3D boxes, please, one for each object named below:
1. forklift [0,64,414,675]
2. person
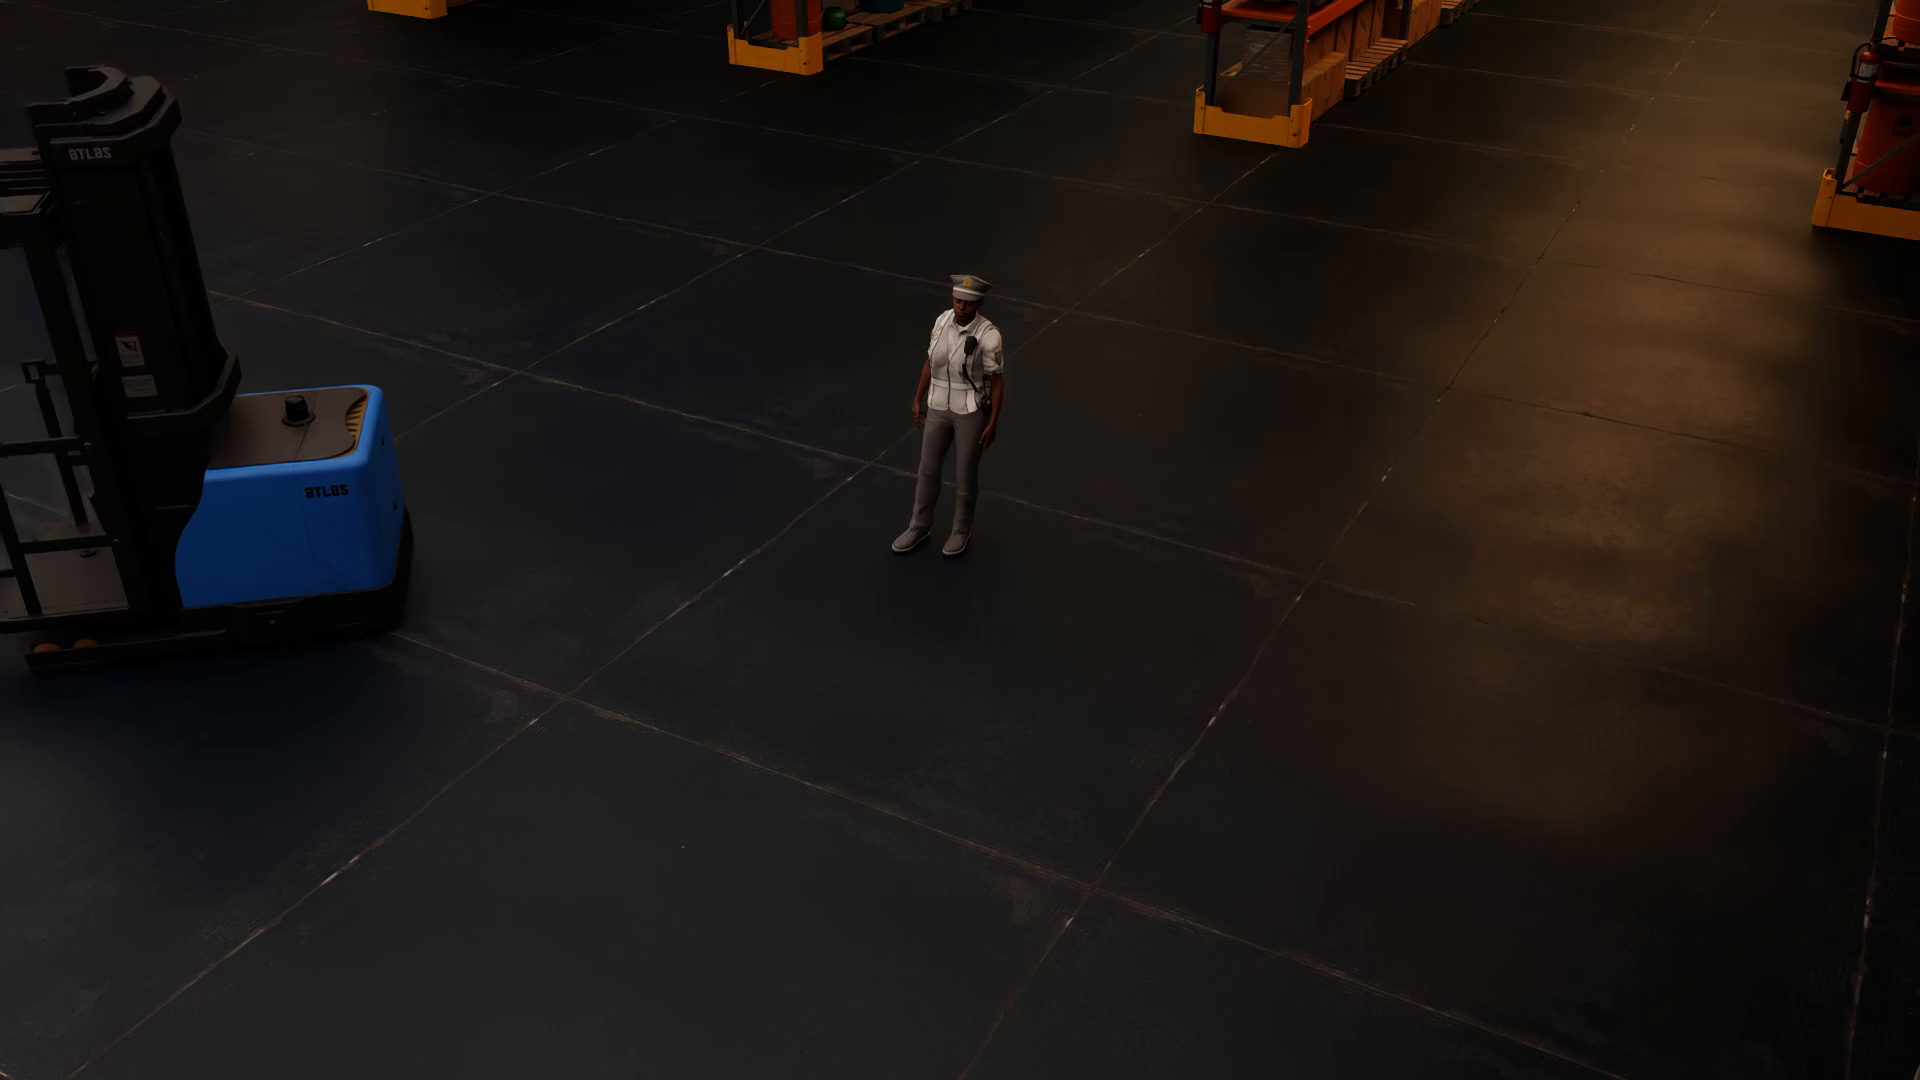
[{"bbox_3d":[-4.636,-0.845,8.535,3.031,2.935,1.130,-6,31,-10],"label":"forklift"},{"bbox_3d":[-0.054,-0.711,9.528,0.569,1.693,0.528,15,33,25],"label":"person"}]
